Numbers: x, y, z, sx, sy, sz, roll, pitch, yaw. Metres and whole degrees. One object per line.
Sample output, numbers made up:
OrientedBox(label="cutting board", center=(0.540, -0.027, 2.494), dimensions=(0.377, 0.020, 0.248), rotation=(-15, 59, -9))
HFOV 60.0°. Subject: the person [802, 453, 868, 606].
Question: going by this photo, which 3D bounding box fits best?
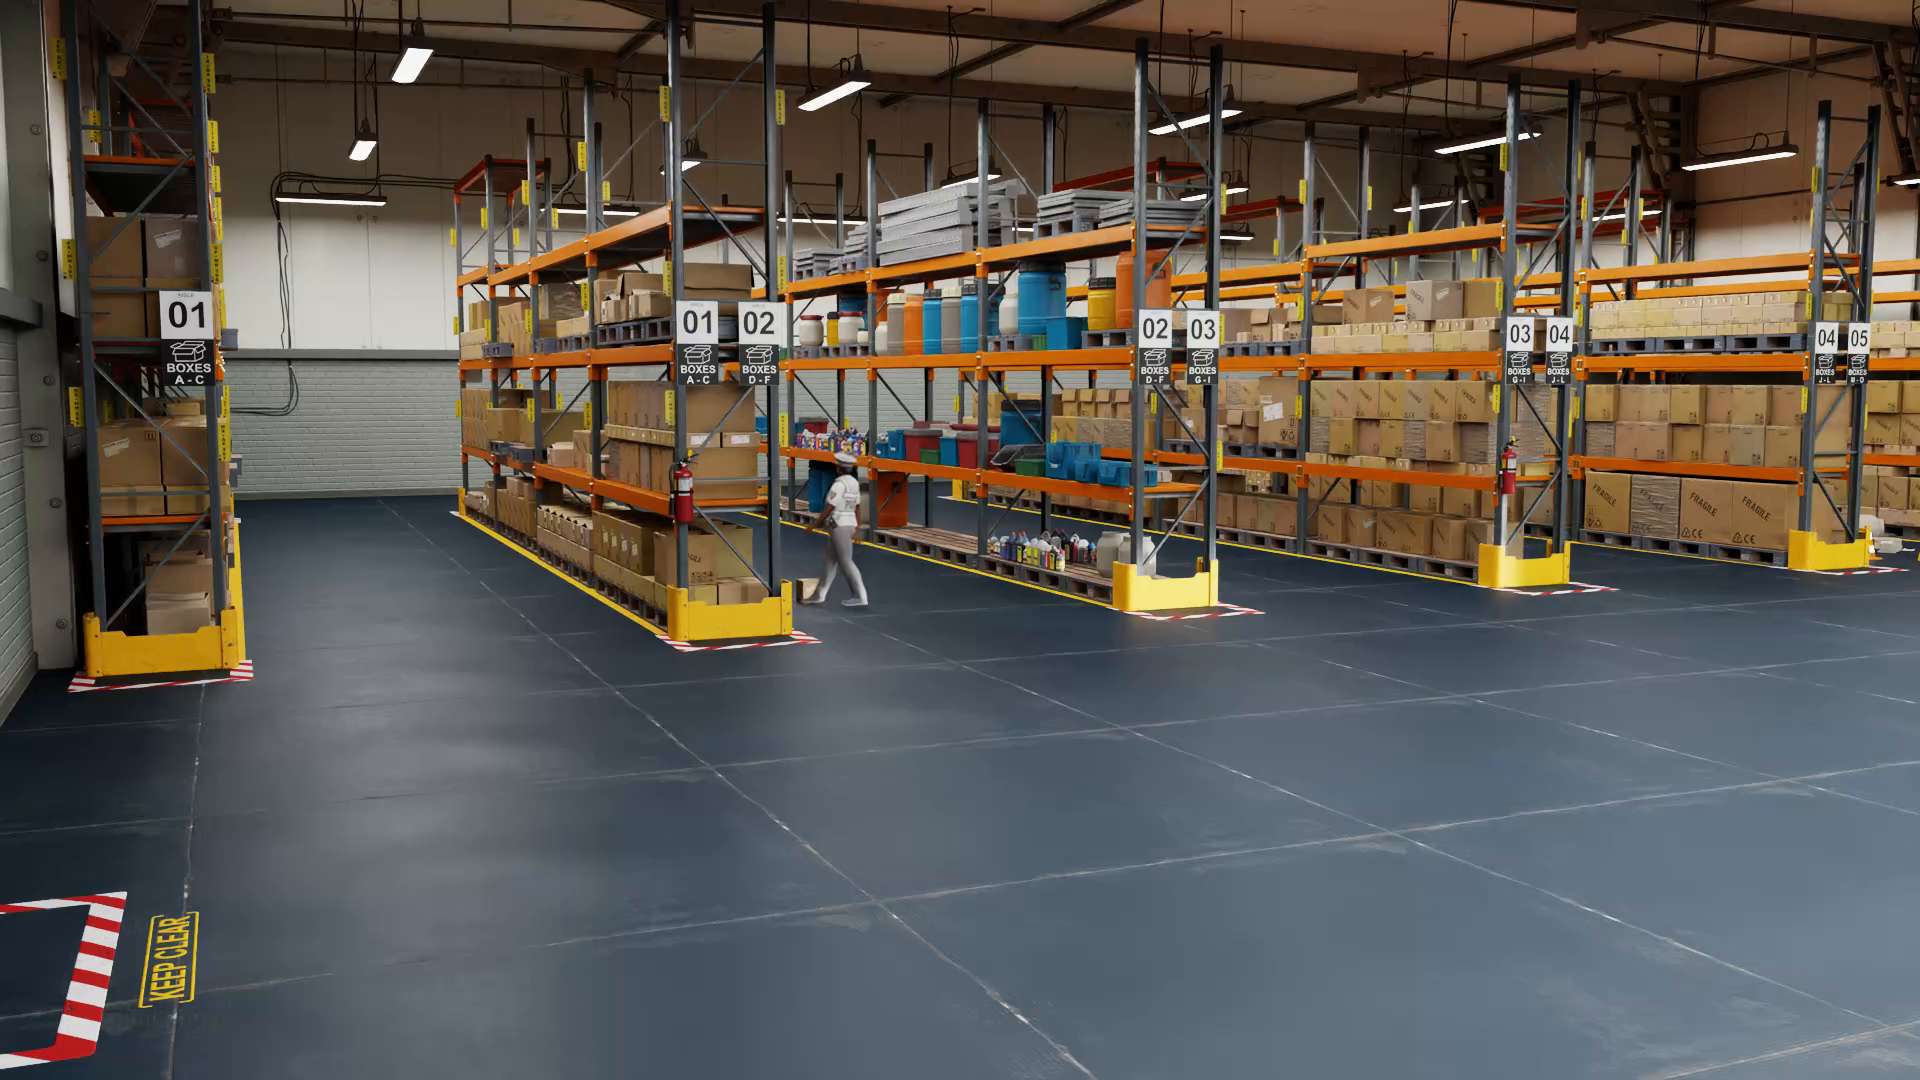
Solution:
OrientedBox(label="person", center=(-1.378, -0.110, 17.971), dimensions=(0.820, 1.665, 0.481), rotation=(2, 6, 18))
